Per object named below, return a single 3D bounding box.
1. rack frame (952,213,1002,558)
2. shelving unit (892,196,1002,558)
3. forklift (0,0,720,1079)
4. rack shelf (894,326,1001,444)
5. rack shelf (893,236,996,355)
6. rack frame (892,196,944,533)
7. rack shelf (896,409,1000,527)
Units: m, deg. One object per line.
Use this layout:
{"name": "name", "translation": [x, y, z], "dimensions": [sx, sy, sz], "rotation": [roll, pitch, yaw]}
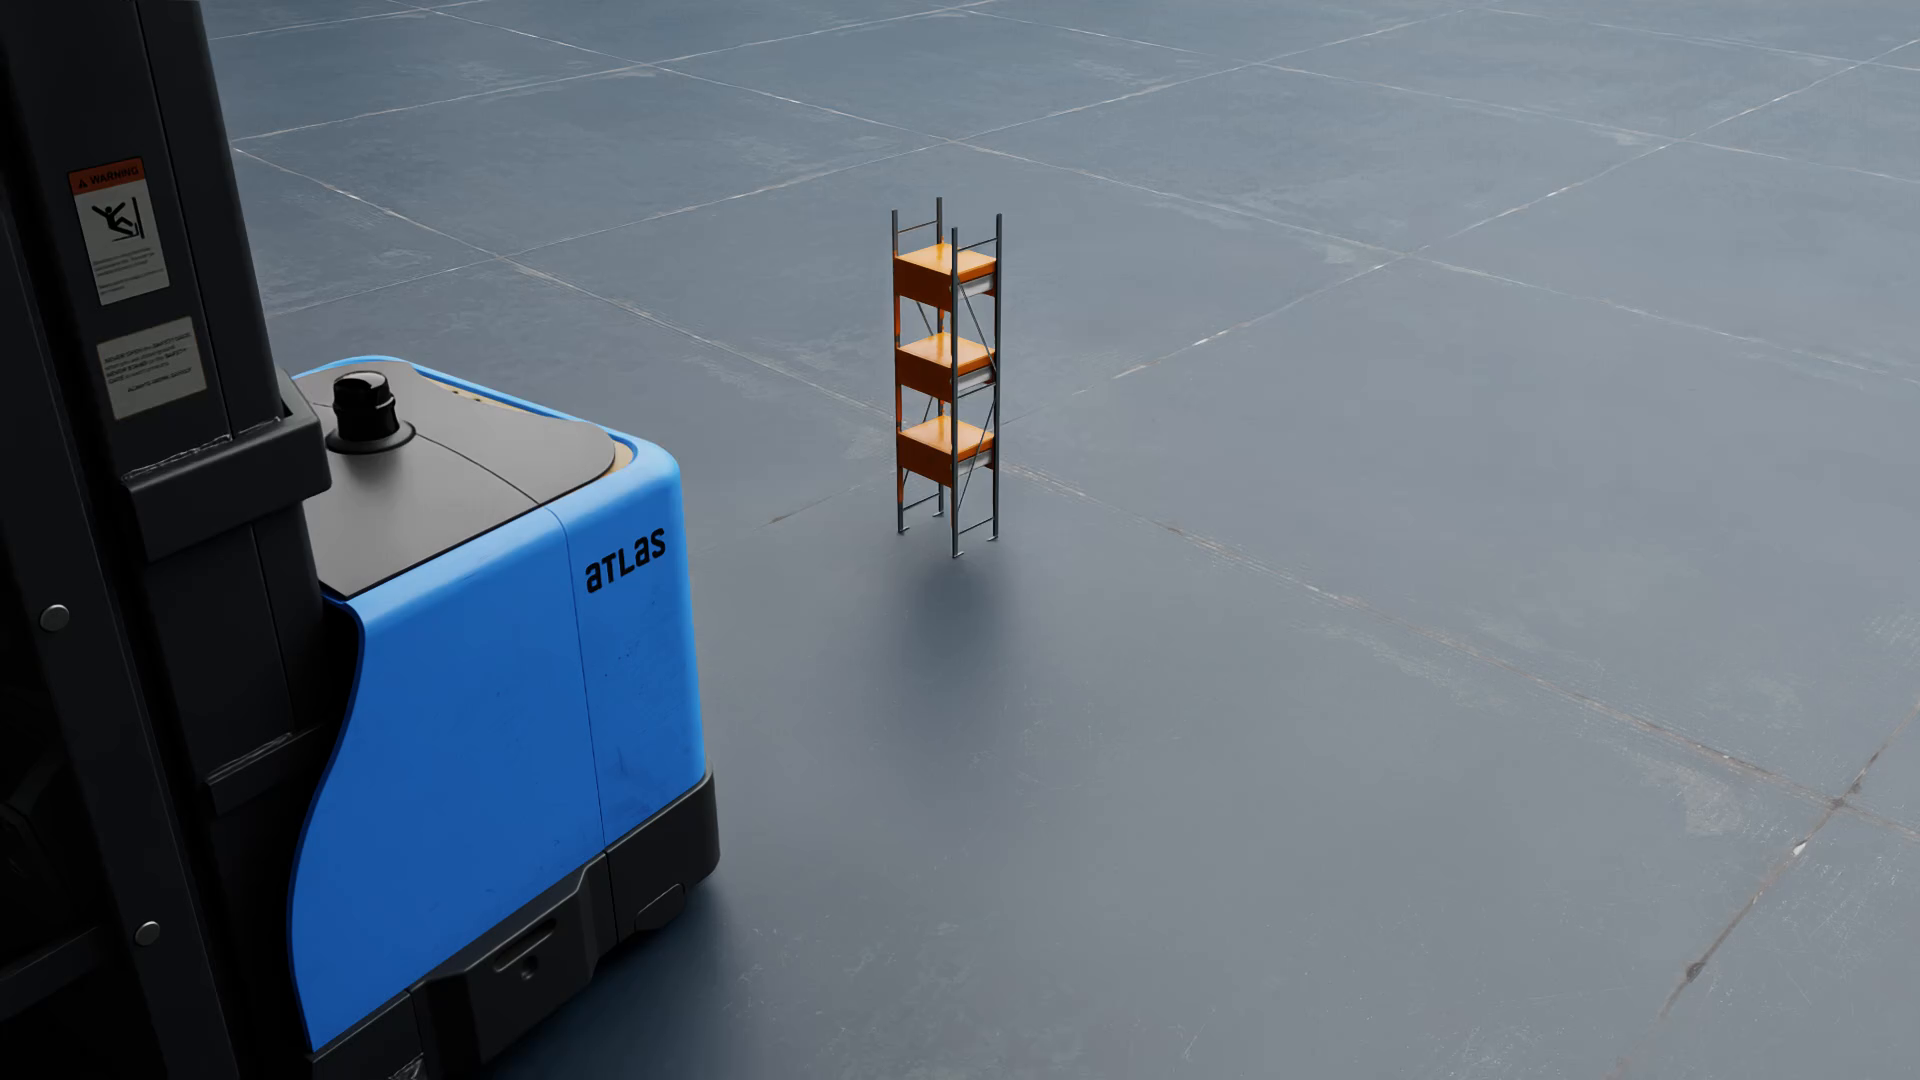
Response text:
{"name": "rack frame", "translation": [0.049, -0.442, 4.963], "dimensions": [0.008, 1.050, 0.200], "rotation": [25, 36, 38]}
{"name": "shelving unit", "translation": [-0.038, -0.482, 5.039], "dimensions": [0.252, 1.050, 0.215], "rotation": [25, 36, 38]}
{"name": "forklift", "translation": [-1.802, -0.096, 2.284], "dimensions": [1.130, 2.935, 3.031], "rotation": [18, 33, 31]}
{"name": "rack shelf", "translation": [-0.038, -0.473, 5.044], "dimensions": [0.240, 0.259, 0.215], "rotation": [25, 36, 38]}
{"name": "rack shelf", "translation": [-0.038, -0.724, 4.912], "dimensions": [0.240, 0.259, 0.215], "rotation": [25, 36, 38]}
{"name": "rack frame", "translation": [-0.125, -0.522, 5.115], "dimensions": [0.008, 1.050, 0.200], "rotation": [25, 36, 38]}
{"name": "rack shelf", "translation": [-0.038, -0.227, 5.173], "dimensions": [0.240, 0.259, 0.215], "rotation": [25, 36, 38]}
